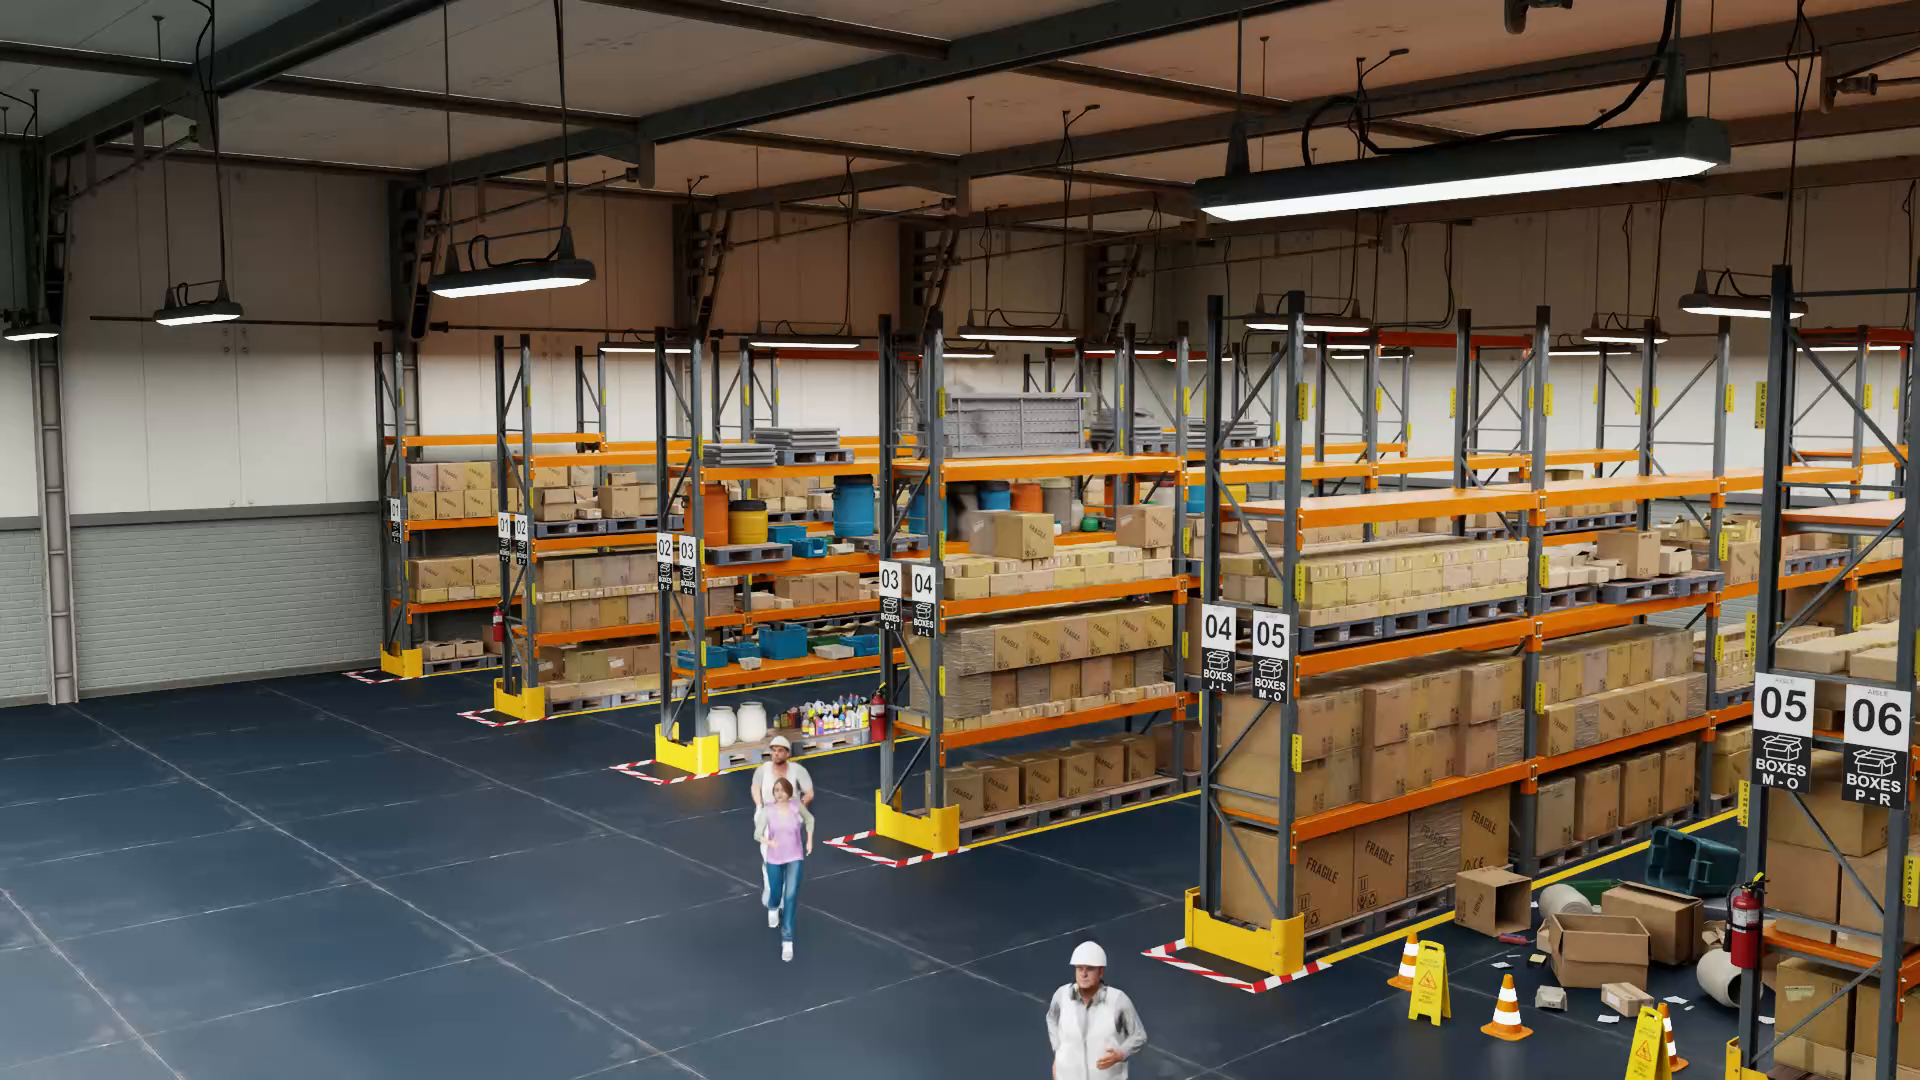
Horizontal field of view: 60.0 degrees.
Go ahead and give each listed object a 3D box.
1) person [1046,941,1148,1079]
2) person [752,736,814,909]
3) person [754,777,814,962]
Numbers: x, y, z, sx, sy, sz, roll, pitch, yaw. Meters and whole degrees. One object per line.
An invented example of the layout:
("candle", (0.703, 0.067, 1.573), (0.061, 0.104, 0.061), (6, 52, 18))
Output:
("person", (0.832, 3.350, 10.277), (0.648, 1.787, 0.890), (1, 5, 10))
("person", (-1.753, 2.793, 16.371), (0.631, 1.748, 0.528), (0, 5, -1))
("person", (-1.622, 2.977, 15.398), (0.550, 1.599, 0.884), (0, 5, -4))
